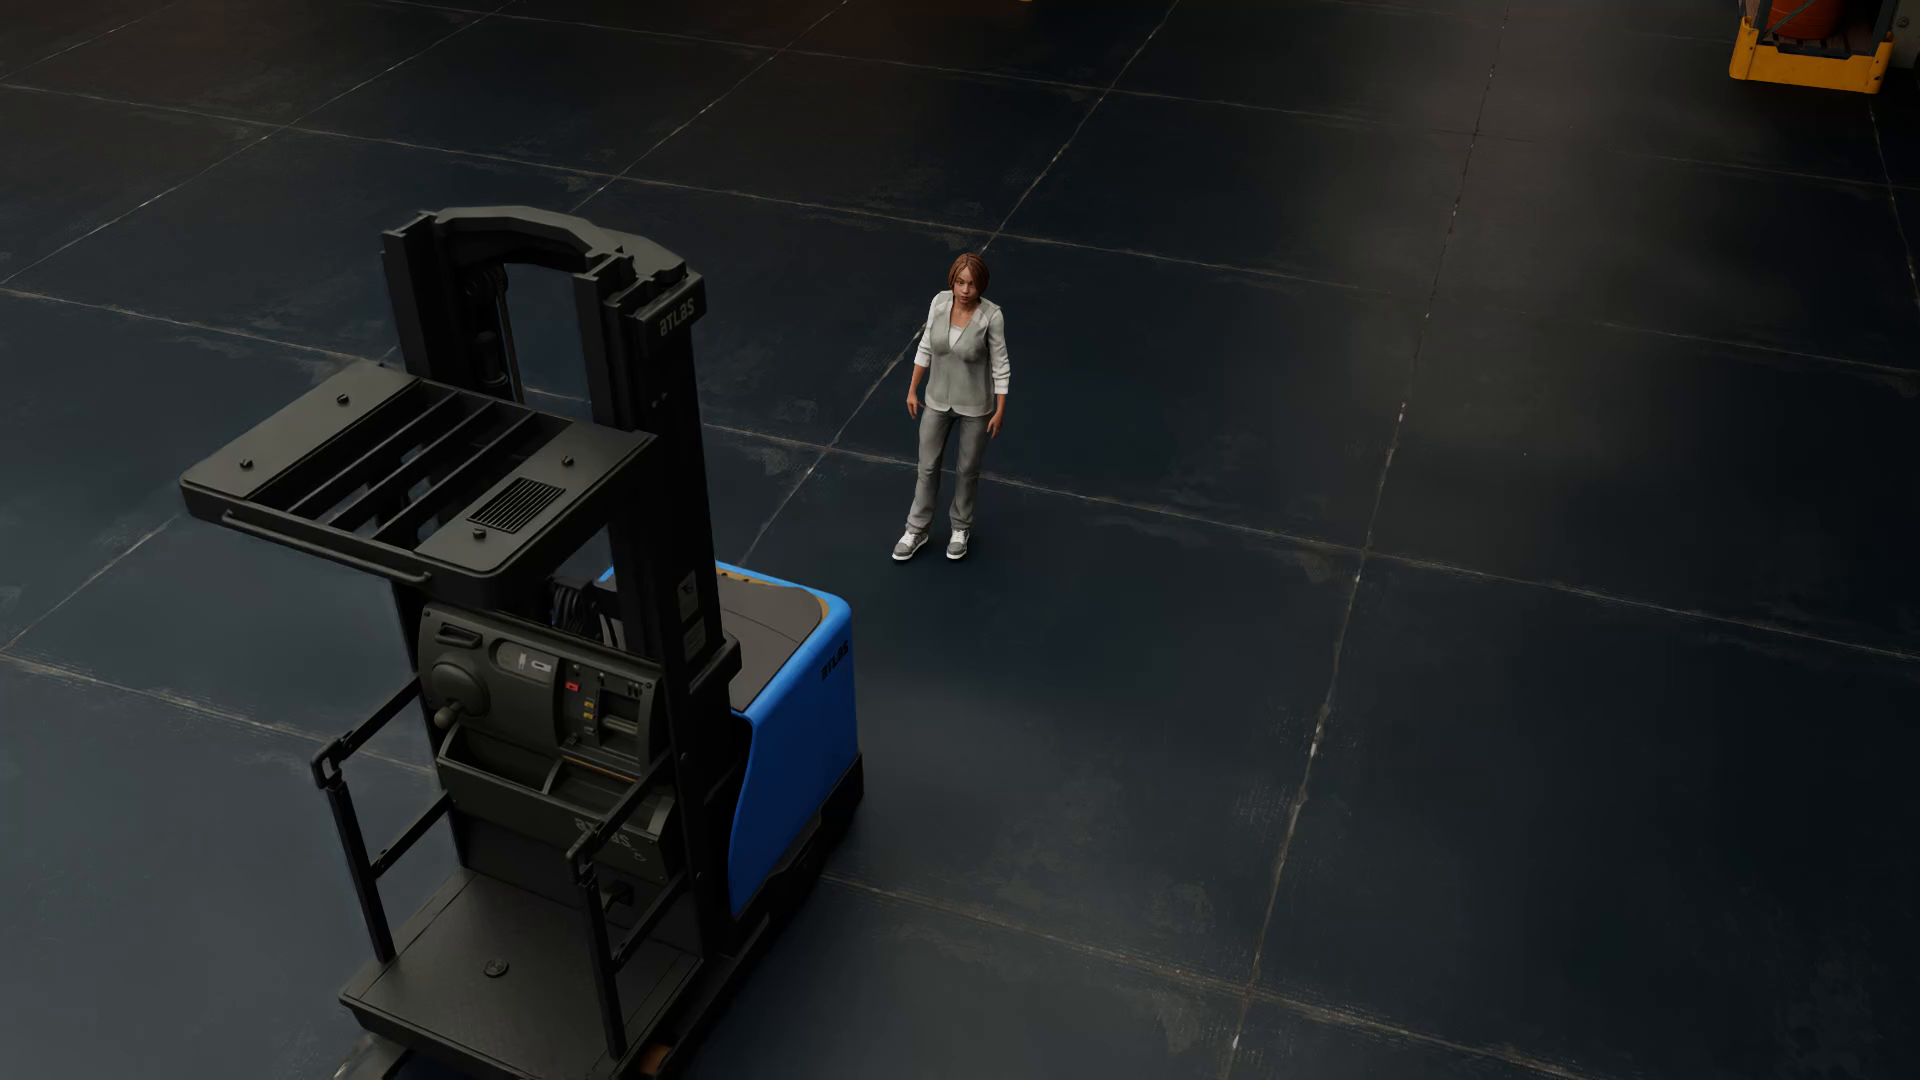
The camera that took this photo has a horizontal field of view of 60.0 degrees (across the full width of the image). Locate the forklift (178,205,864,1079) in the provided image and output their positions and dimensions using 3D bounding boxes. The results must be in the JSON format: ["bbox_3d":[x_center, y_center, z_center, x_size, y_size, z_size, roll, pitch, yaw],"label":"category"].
[{"bbox_3d":[-1.484,0.565,5.314,1.130,2.935,3.031,15,38,20],"label":"forklift"}]

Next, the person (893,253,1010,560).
[{"bbox_3d":[-0.038,-0.617,8.127,0.520,1.592,0.473,12,37,16],"label":"person"}]
